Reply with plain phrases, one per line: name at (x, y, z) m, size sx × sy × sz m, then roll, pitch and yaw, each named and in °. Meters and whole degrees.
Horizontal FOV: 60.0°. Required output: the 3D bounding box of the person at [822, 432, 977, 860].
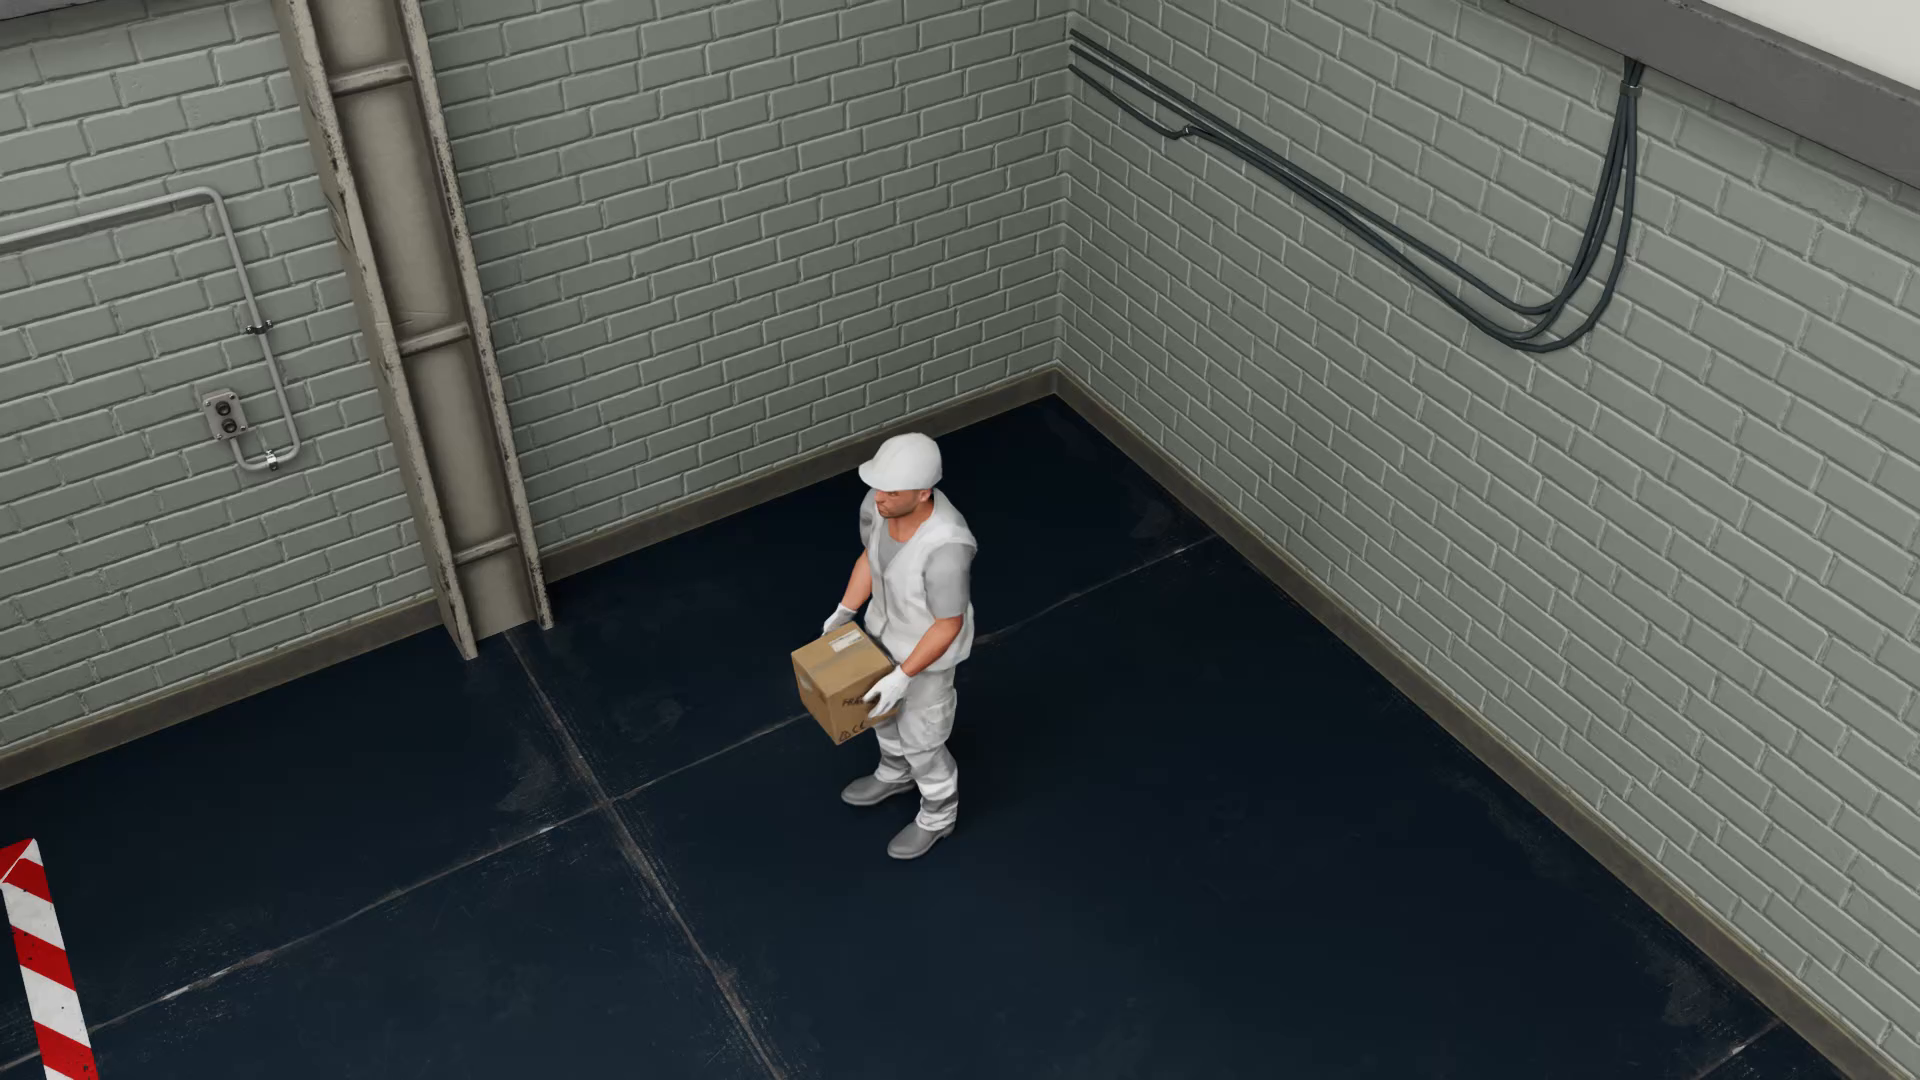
person at (-0.203, 0.377, 5.693) m, size 0.474 × 1.793 × 0.533 m, roll -23°, pitch 46°, yaw -25°
